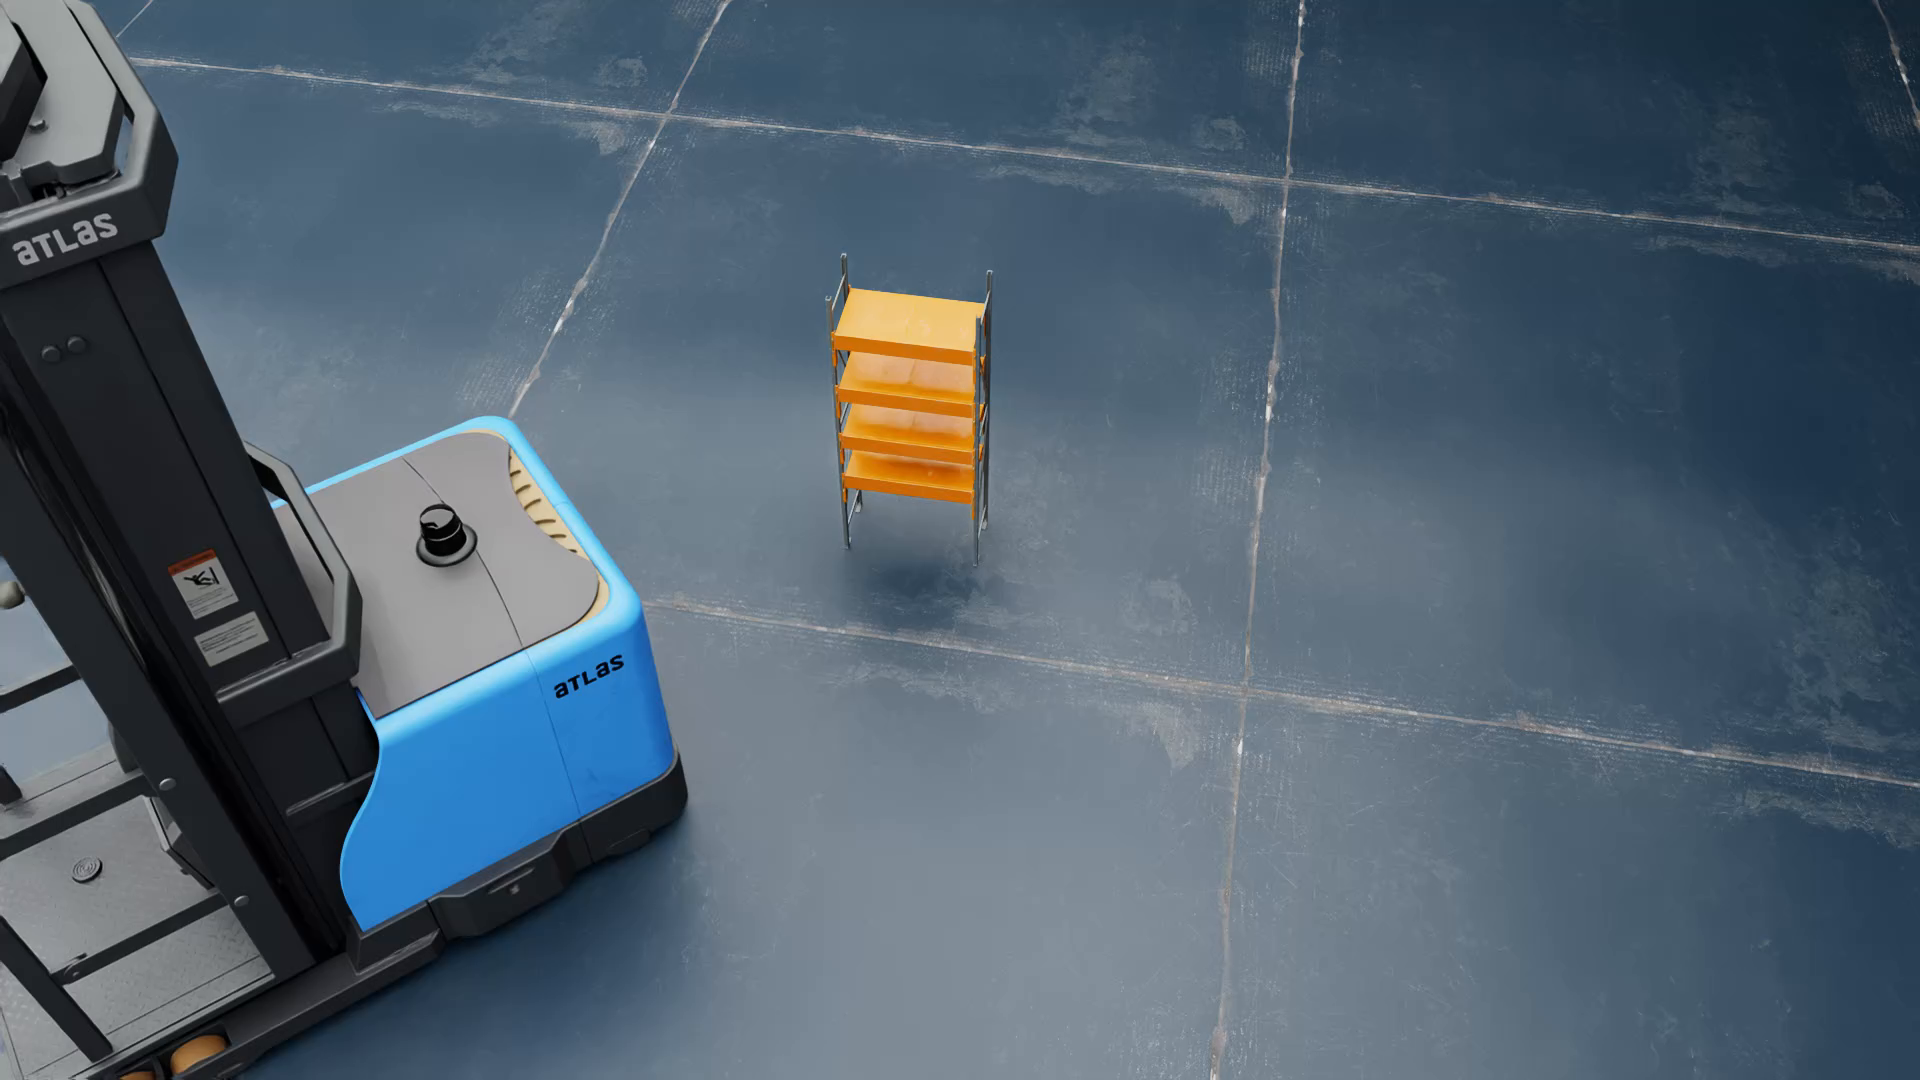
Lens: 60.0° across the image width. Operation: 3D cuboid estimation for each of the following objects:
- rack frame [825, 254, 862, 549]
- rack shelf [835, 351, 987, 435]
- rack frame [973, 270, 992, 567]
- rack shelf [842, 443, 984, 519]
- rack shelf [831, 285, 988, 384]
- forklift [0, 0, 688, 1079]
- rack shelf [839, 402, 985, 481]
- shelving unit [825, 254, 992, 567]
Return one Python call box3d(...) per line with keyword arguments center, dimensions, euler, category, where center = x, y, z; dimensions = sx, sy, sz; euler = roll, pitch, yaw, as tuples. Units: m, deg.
box3d(center=(-0.403, -0.455, 5.852), dimensions=(0.015, 1.200, 0.240), euler=(8, 49, 7), category="rack frame")
box3d(center=(-0.163, -0.527, 5.707), dimensions=(0.480, 0.148, 0.258), euler=(8, 49, 7), category="rack shelf")
box3d(center=(0.077, -0.391, 5.794), dimensions=(0.015, 1.200, 0.240), euler=(8, 49, 7), category="rack frame")
box3d(center=(-0.163, -0.245, 6.021), dimensions=(0.480, 0.148, 0.258), euler=(8, 49, 7), category="rack shelf")
box3d(center=(-0.163, -0.686, 5.531), dimensions=(0.480, 0.148, 0.258), euler=(8, 49, 7), category="rack shelf")
box3d(center=(-2.390, 0.238, 4.065), dimensions=(3.031, 2.935, 1.130), euler=(-27, 53, -22), category="forklift")
box3d(center=(-0.163, -0.378, 5.873), dimensions=(0.480, 0.148, 0.258), euler=(8, 49, 7), category="rack shelf")
box3d(center=(-0.163, -0.423, 5.823), dimensions=(0.503, 1.200, 0.258), euler=(8, 49, 7), category="shelving unit")
